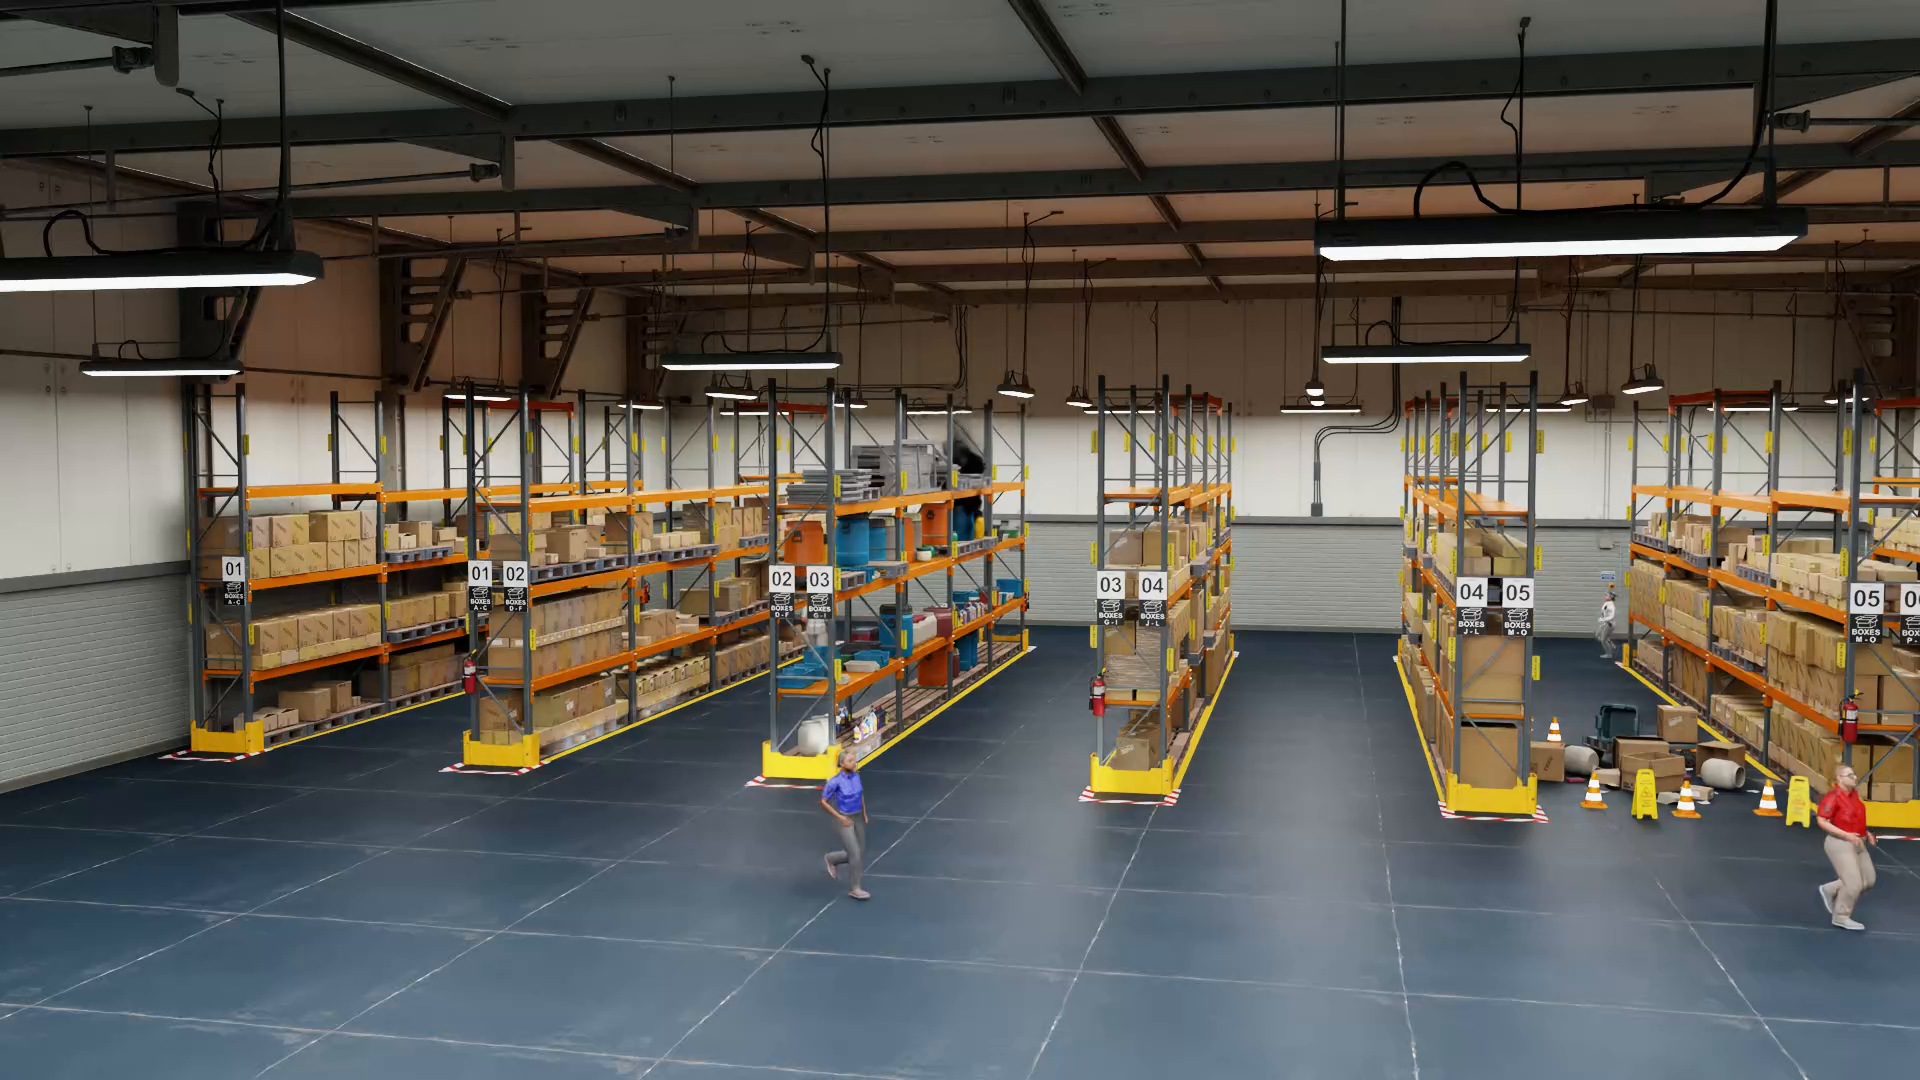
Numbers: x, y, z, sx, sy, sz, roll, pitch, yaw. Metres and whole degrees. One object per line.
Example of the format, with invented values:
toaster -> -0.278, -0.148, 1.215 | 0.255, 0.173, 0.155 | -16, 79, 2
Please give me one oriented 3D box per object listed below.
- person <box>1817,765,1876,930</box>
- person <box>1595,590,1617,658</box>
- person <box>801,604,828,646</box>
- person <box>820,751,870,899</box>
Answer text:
person -> 9.179, 3.173, 17.255 | 0.660, 1.674, 0.626 | -2, 4, -31
person -> 15.140, 1.970, 38.856 | 0.504, 1.622, 0.649 | 0, 3, 6
person -> -2.912, 1.944, 33.718 | 0.638, 1.903, 0.747 | 0, 3, 8
person -> -1.283, 3.133, 18.447 | 0.719, 1.607, 0.598 | 3, 4, 40
